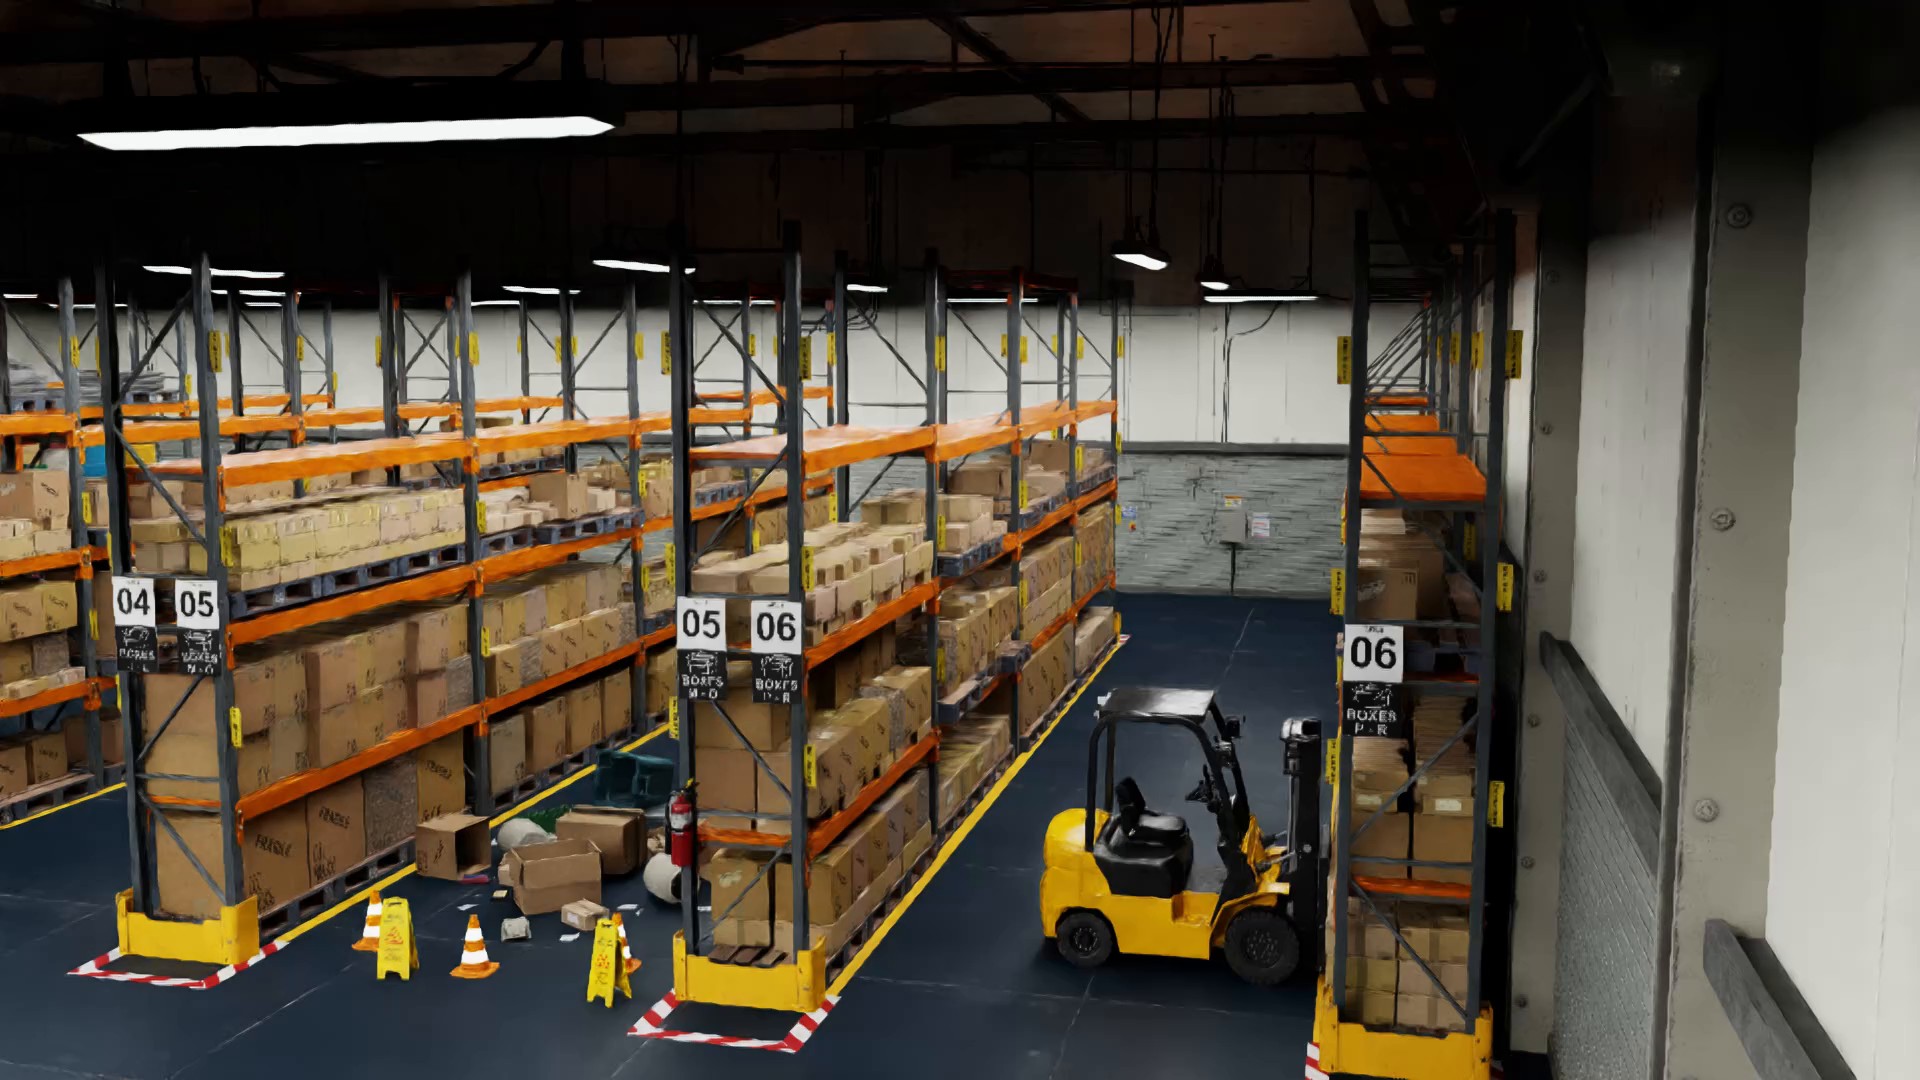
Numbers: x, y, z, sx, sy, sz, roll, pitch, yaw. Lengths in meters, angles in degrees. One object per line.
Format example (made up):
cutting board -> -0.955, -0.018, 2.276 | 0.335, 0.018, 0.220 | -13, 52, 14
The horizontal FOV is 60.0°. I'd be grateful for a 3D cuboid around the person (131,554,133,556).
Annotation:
person -> -15.680, 0.510, 31.641 | 0.639, 1.632, 0.512 | 1, 7, 11
